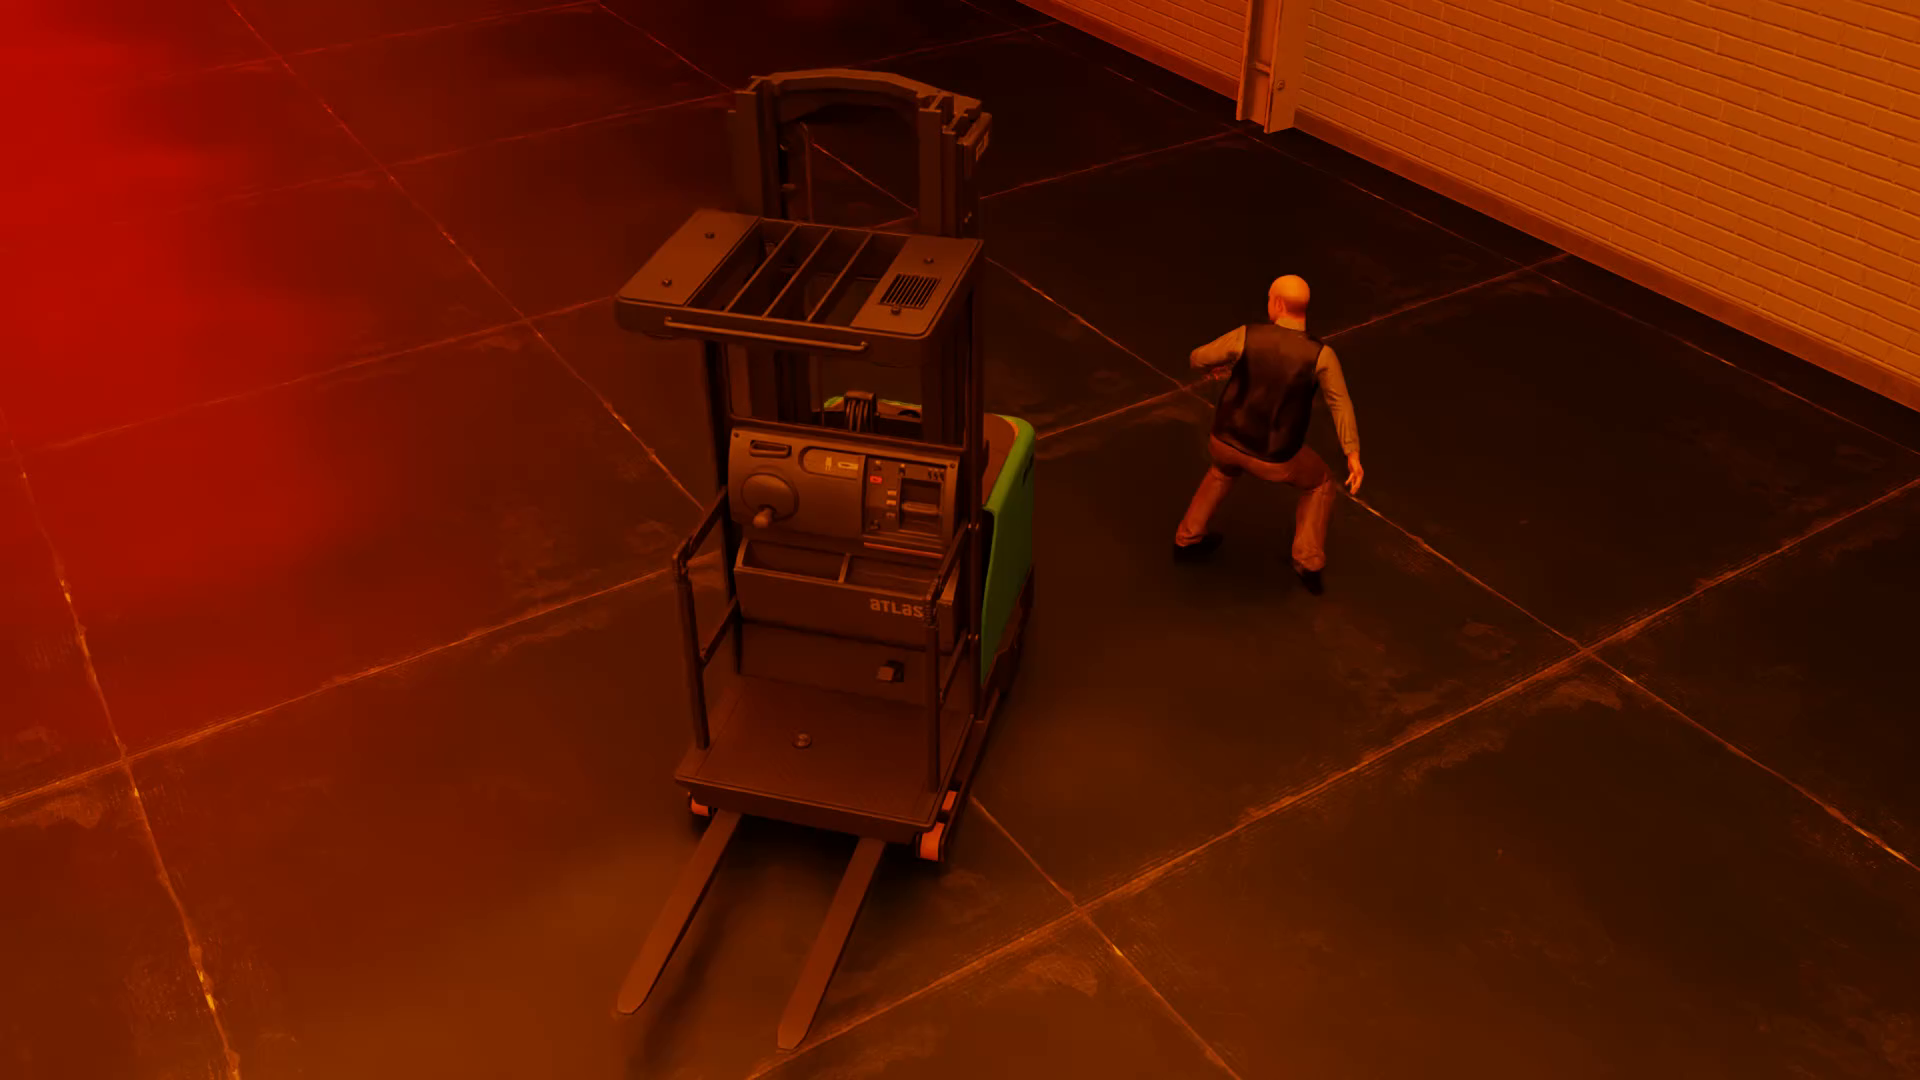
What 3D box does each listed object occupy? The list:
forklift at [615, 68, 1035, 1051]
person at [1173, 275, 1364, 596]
[{"bbox_3d":[-0.514,-0.132,6.335,1.130,2.935,3.031,9,36,12],"label":"forklift"},{"bbox_3d":[1.545,-0.473,8.094,0.989,1.638,0.536,19,39,25],"label":"person"}]
